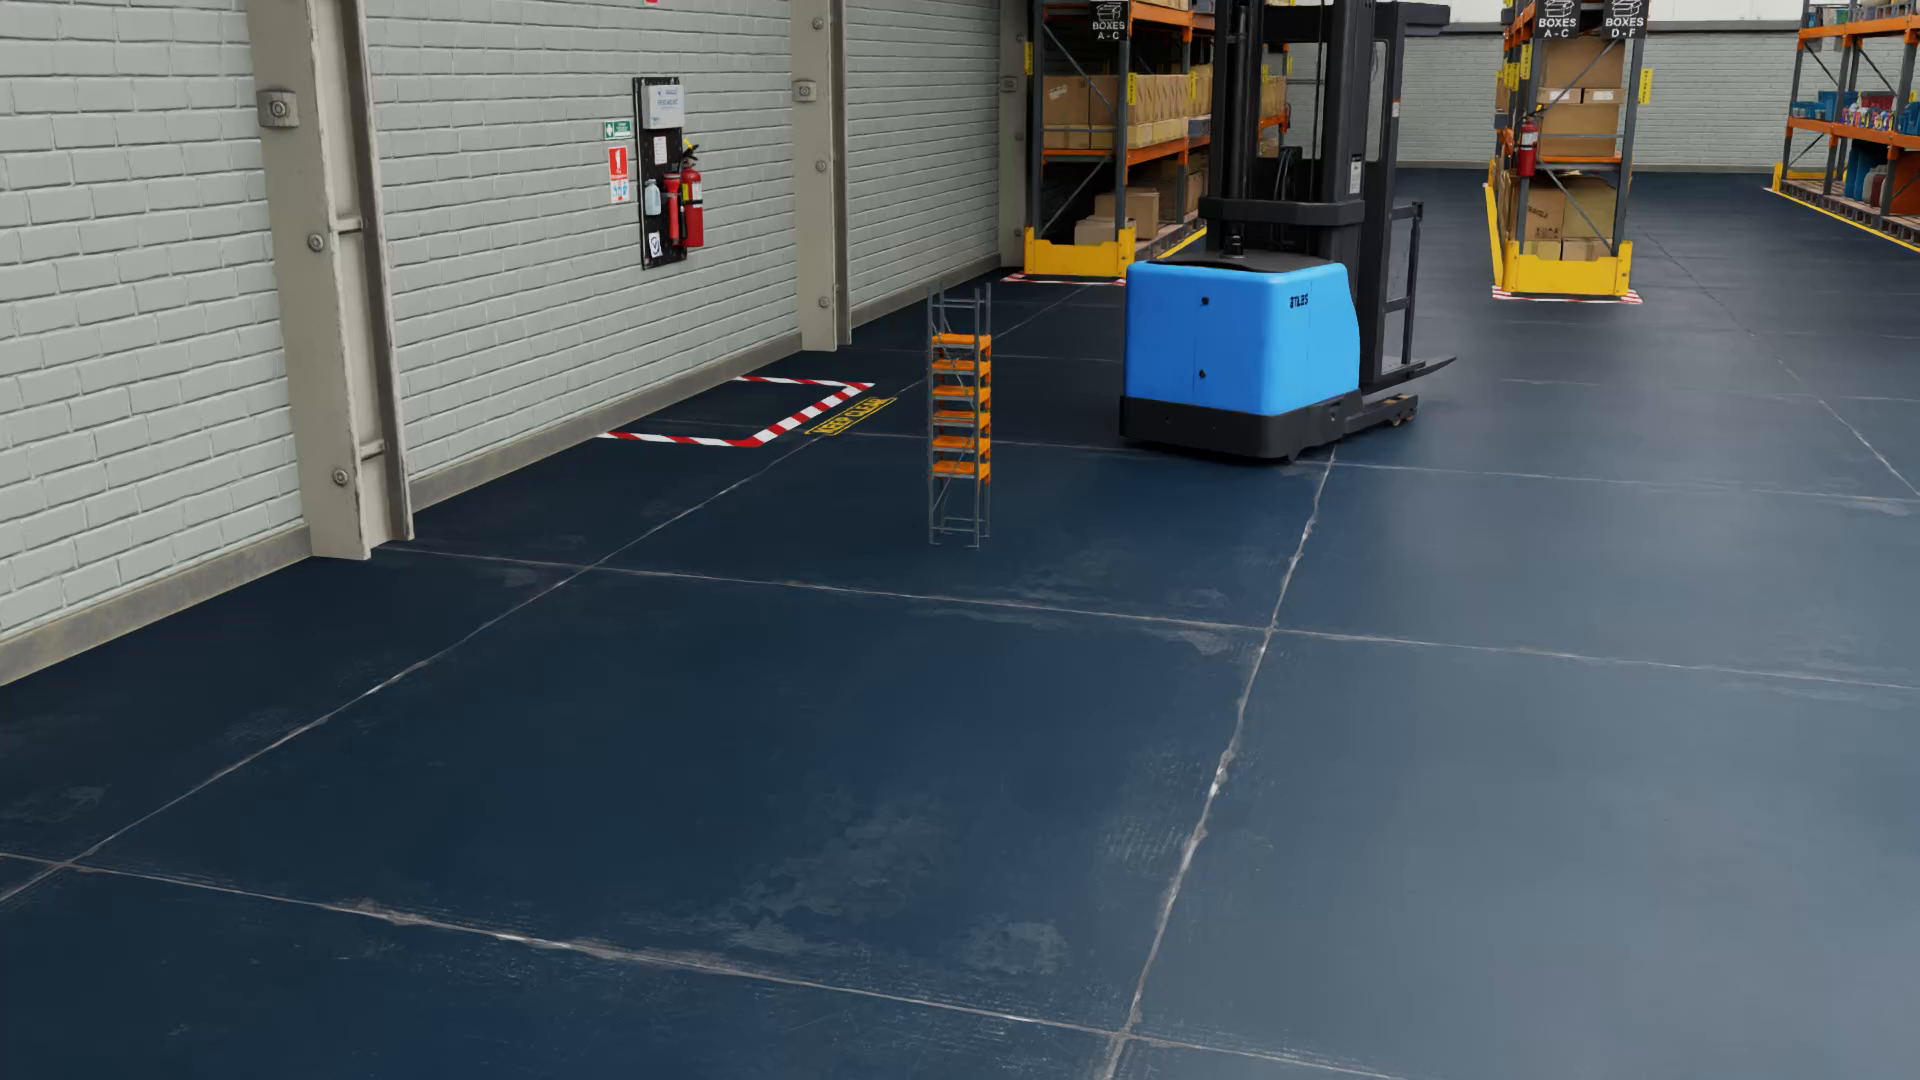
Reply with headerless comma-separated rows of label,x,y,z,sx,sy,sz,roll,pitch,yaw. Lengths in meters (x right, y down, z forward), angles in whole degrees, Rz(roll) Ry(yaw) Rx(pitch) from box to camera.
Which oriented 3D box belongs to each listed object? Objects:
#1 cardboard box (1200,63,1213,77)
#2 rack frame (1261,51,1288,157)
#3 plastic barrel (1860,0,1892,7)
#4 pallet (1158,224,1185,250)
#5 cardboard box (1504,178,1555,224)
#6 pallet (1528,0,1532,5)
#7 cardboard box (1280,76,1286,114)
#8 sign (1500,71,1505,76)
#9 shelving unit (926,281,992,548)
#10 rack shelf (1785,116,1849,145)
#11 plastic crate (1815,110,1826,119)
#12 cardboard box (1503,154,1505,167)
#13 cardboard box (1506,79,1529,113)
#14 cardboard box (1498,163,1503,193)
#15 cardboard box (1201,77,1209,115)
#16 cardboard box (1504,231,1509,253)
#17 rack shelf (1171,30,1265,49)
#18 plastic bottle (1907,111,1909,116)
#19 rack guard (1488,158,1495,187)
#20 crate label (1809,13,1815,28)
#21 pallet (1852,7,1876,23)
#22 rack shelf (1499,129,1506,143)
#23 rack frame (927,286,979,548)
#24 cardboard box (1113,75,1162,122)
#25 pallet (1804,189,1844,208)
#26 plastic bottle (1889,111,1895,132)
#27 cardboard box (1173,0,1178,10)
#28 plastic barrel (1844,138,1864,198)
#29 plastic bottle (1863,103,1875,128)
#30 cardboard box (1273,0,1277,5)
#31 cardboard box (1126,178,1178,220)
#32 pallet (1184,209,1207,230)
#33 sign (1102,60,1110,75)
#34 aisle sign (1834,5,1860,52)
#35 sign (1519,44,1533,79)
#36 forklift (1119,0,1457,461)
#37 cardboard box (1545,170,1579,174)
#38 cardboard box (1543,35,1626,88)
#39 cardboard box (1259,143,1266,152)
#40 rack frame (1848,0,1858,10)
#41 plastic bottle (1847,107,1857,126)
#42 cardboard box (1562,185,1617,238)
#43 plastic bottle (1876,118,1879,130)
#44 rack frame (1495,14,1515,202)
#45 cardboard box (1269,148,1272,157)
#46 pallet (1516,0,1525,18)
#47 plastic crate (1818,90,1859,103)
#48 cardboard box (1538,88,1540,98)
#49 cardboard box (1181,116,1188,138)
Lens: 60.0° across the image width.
cardboard box,3.917,-7.065,25.102,0.500,0.250,0.500,5,17,17
rack frame,5.806,-8.490,32.266,1.000,3.000,0.127,5,16,16
plastic barrel,13.778,-8.268,24.965,0.433,0.535,0.433,0,16,0
pallet,2.239,-3.831,20.948,1.003,0.211,1.213,5,16,16
cardboard box,6.290,-3.718,18.335,0.500,0.500,0.500,5,16,16
pallet,6.929,-6.143,18.655,1.003,0.211,1.213,5,16,16
cardboard box,5.671,-8.500,31.752,0.980,0.700,0.700,5,17,18
sign,8.897,-7.517,27.248,0.100,0.325,0.005,5,16,16
shelving unit,-0.004,-0.573,7.652,0.258,1.200,0.189,5,16,16
rack shelf,14.736,-6.853,27.811,1.077,0.370,4.000,5,16,16
plastic crate,14.374,-7.056,27.584,0.293,0.136,0.466,5,16,16
cardboard box,8.336,-5.662,24.694,0.500,0.250,0.500,5,17,18
cardboard box,8.354,-6.438,24.076,0.700,0.500,0.500,-1,16,-3
cardboard box,8.614,-5.559,25.707,0.500,0.500,0.500,4,16,14
cardboard box,3.076,-6.206,23.221,0.700,0.500,0.500,5,16,16
cardboard box,6.009,-3.095,17.514,0.500,0.250,0.500,5,16,16
rack shelf,4.101,-8.018,26.420,1.077,0.370,4.000,5,16,16
plastic bottle,13.890,-6.167,24.310,0.097,0.271,0.097,0,16,0
rack guard,10.535,-6.885,31.186,1.175,0.500,0.348,5,16,16
crate label,14.733,-8.877,28.405,0.408,0.251,0.502,5,16,16
pallet,14.039,-7.815,24.734,1.213,0.211,1.003,5,16,16
rack shelf,8.851,-6.191,25.479,1.077,0.370,4.000,5,16,16
rack frame,-0.030,-0.550,7.568,0.240,1.200,0.006,5,16,16
cardboard box,1.986,-4.967,18.709,0.500,0.500,0.500,4,16,14
pallet,14.340,-5.529,26.937,1.003,0.211,1.213,5,16,16
plastic bottle,12.737,-5.712,22.684,0.061,0.283,0.133,5,16,16
cardboard box,2.333,-6.569,19.775,0.500,0.500,0.500,3,16,11
plastic barrel,13.997,-5.727,25.599,0.600,0.901,0.708,5,16,16
plastic bottle,13.237,-6.165,24.158,0.144,0.351,0.185,5,16,16
cardboard box,5.277,-9.357,29.148,0.500,0.250,0.500,4,16,15
cardboard box,2.589,-4.554,22.162,0.700,0.500,0.500,5,17,18
pallet,2.960,-4.533,23.425,1.003,0.211,1.213,5,16,16
sign,1.863,-5.950,21.188,0.100,0.325,0.005,5,16,16
aisle sign,15.606,-8.969,29.189,0.394,0.787,0.004,5,16,16
sign,5.493,-4.638,16.128,0.100,0.325,0.005,5,16,16
forklift,2.235,-2.191,10.182,1.130,2.935,3.031,12,20,36
cardboard box,8.370,-5.007,23.227,0.500,0.311,0.500,5,17,17
cardboard box,6.169,-4.728,16.442,0.700,0.500,0.500,5,16,16
cardboard box,5.252,-7.018,29.699,0.380,0.149,0.250,5,17,18
rack frame,14.168,-9.562,25.049,1.000,3.000,0.127,5,16,16
plastic bottle,13.567,-6.429,25.224,0.152,0.276,0.135,5,16,16
cardboard box,6.515,-3.415,17.268,0.500,0.500,0.500,5,16,16
plastic bottle,12.991,-5.889,23.458,0.097,0.201,0.097,0,16,0
rack frame,9.420,-7.061,27.225,1.000,3.000,0.127,5,16,16
cardboard box,5.418,-7.036,30.951,0.700,0.500,0.500,4,16,14
pallet,8.176,-7.182,22.502,1.213,0.211,1.003,5,17,18
plastic crate,15.388,-7.666,29.184,0.616,0.435,0.499,5,16,16
cardboard box,6.009,-4.465,16.701,0.380,0.149,0.250,5,17,17
cardboard box,2.552,-5.141,20.695,0.500,0.250,0.500,5,16,16
